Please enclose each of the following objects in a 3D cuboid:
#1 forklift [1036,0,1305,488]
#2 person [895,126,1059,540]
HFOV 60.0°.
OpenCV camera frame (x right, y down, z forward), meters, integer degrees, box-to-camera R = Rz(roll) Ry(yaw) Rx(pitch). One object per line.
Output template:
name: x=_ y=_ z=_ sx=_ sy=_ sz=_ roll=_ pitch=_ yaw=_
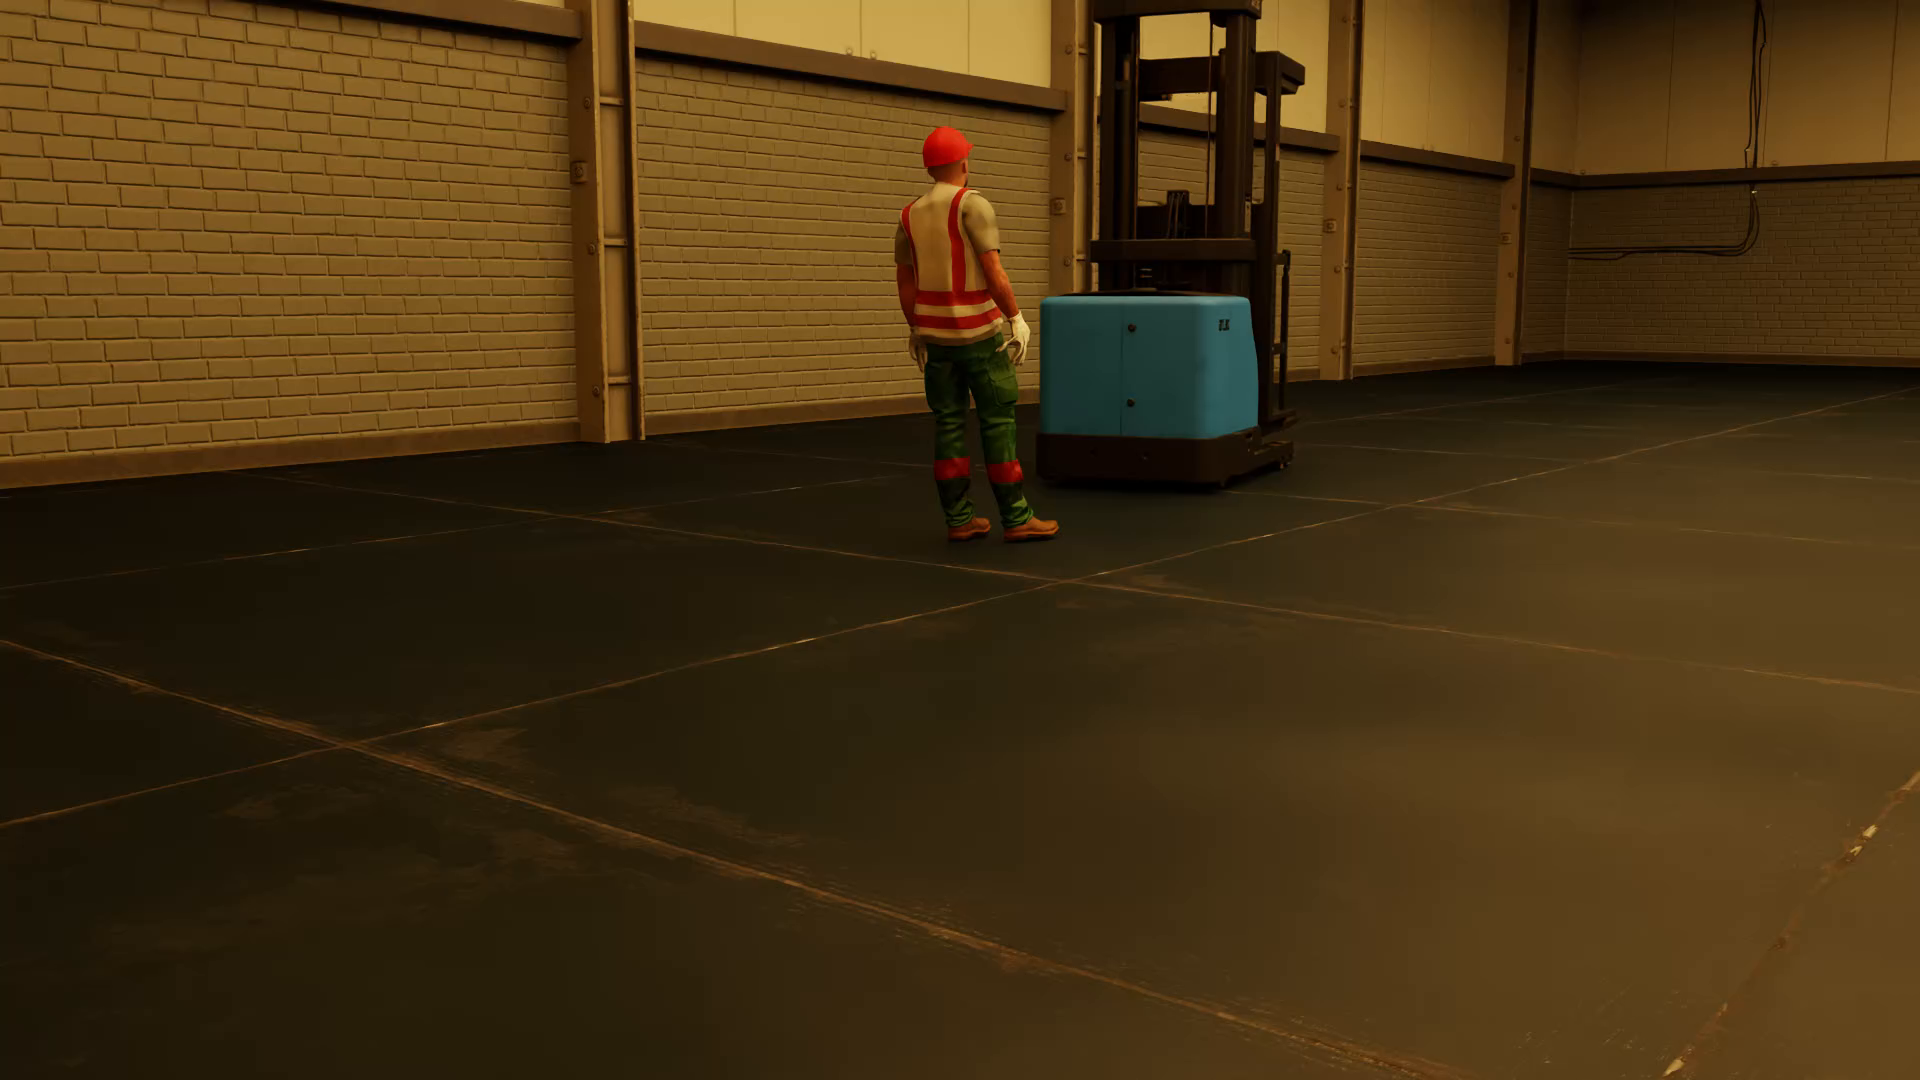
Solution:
forklift: x=1.488 y=-1.913 z=10.358 sx=1.130 sy=2.935 sz=3.031 roll=4 pitch=9 yaw=23
person: x=0.060 y=-0.901 z=7.329 sx=0.637 sy=1.790 sz=0.562 roll=7 pitch=11 yaw=38
